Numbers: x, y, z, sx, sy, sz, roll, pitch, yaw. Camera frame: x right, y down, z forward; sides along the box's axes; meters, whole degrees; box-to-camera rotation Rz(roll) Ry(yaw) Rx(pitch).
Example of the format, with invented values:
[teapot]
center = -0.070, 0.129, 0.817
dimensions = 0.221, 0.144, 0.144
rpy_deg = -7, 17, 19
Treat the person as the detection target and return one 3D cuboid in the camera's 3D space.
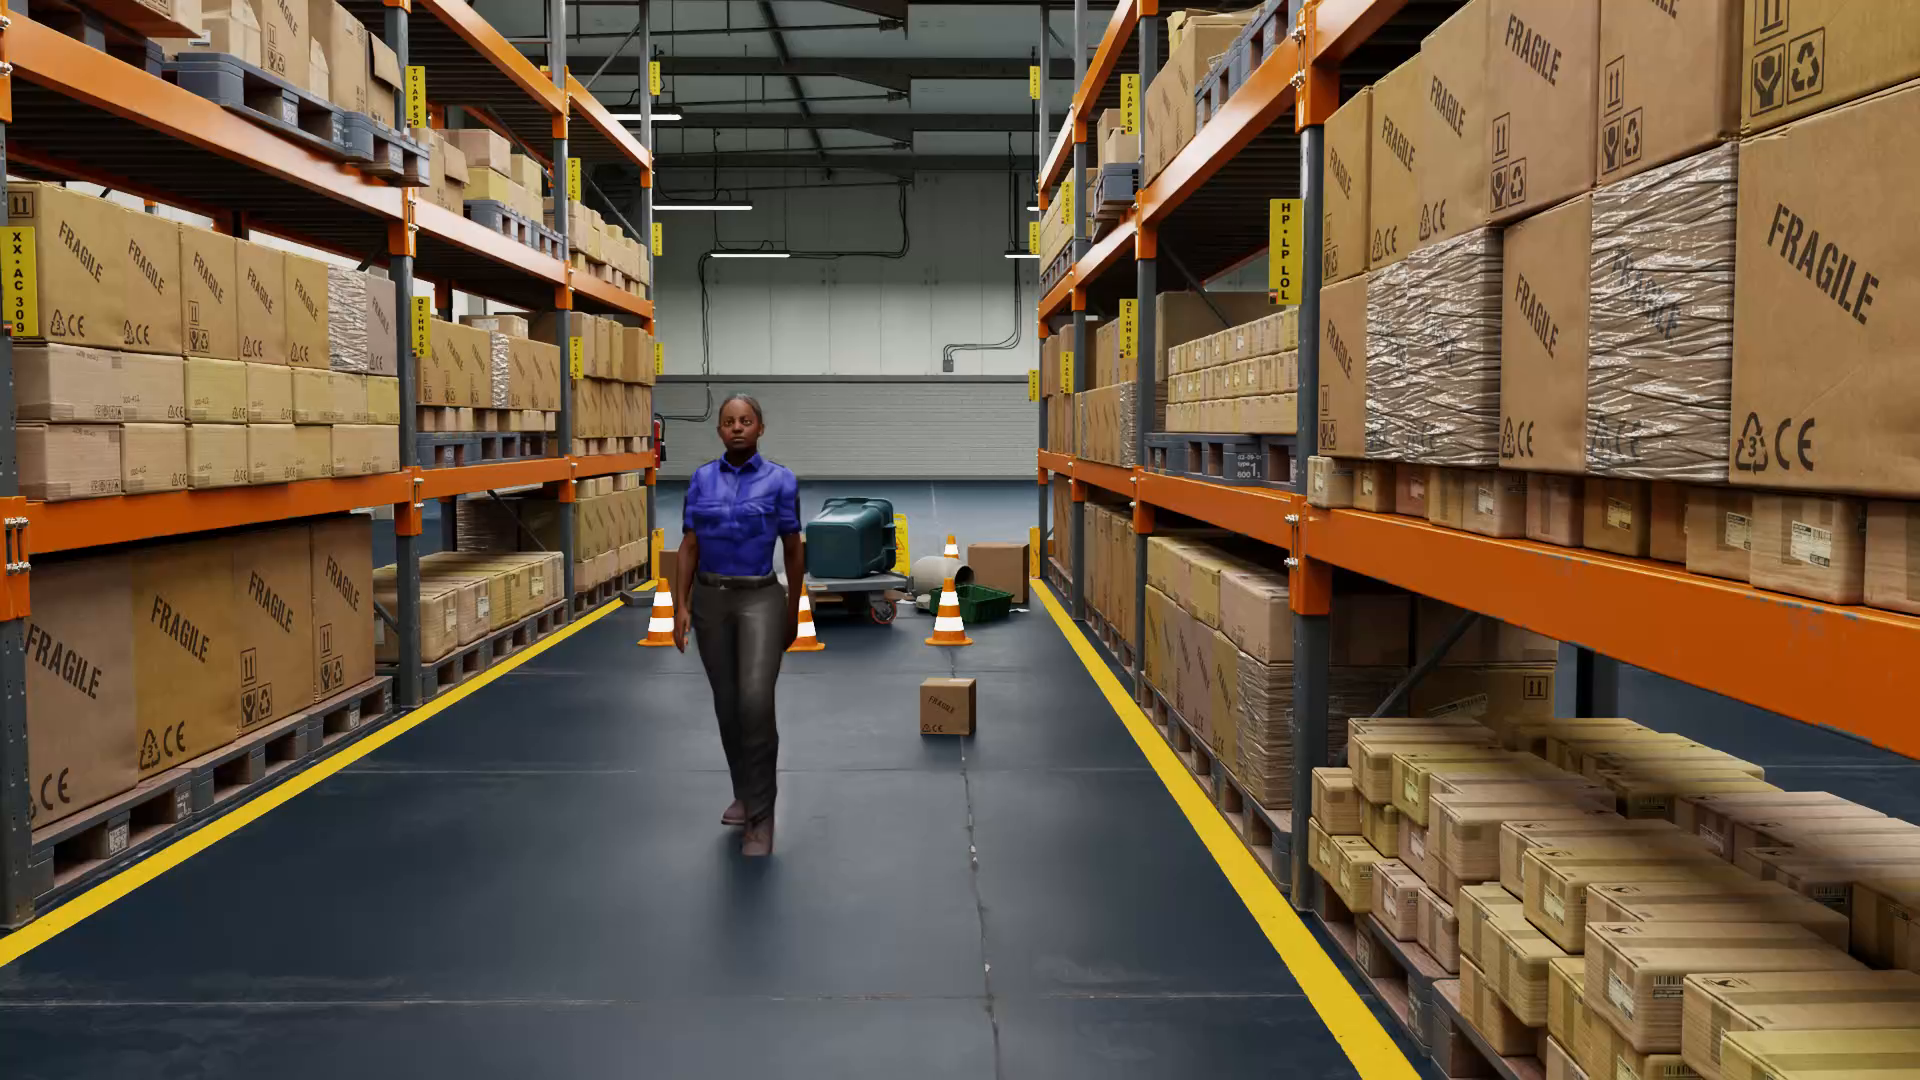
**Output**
[person]
center = -0.827, 0.318, 6.194
dimensions = 0.435, 1.727, 0.566
rpy_deg = 1, 4, 11
